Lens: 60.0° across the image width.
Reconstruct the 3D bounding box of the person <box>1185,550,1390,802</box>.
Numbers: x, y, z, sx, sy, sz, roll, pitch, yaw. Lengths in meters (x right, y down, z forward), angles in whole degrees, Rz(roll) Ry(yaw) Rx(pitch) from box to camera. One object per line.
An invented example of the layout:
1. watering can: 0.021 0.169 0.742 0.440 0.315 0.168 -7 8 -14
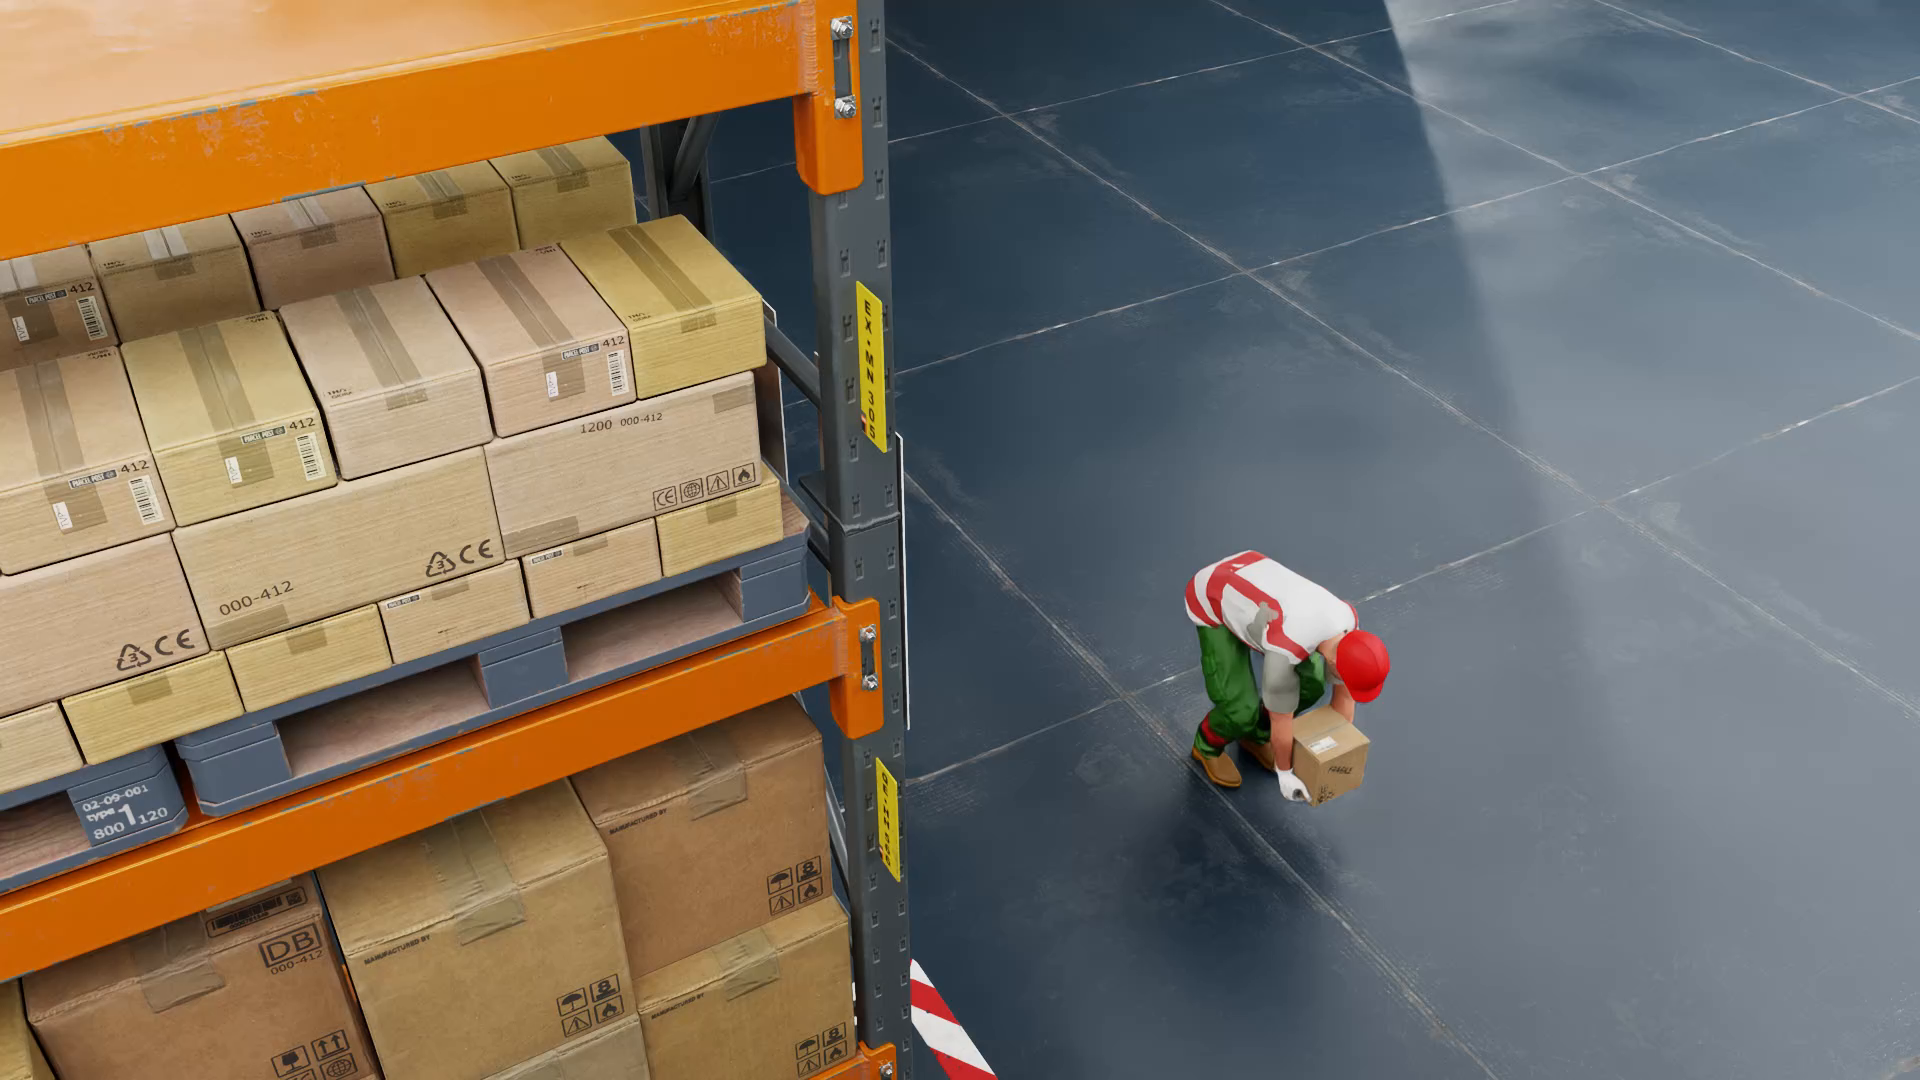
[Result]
1. person: 1.291 0.605 6.718 0.522 1.041 0.958 -21 41 -26
